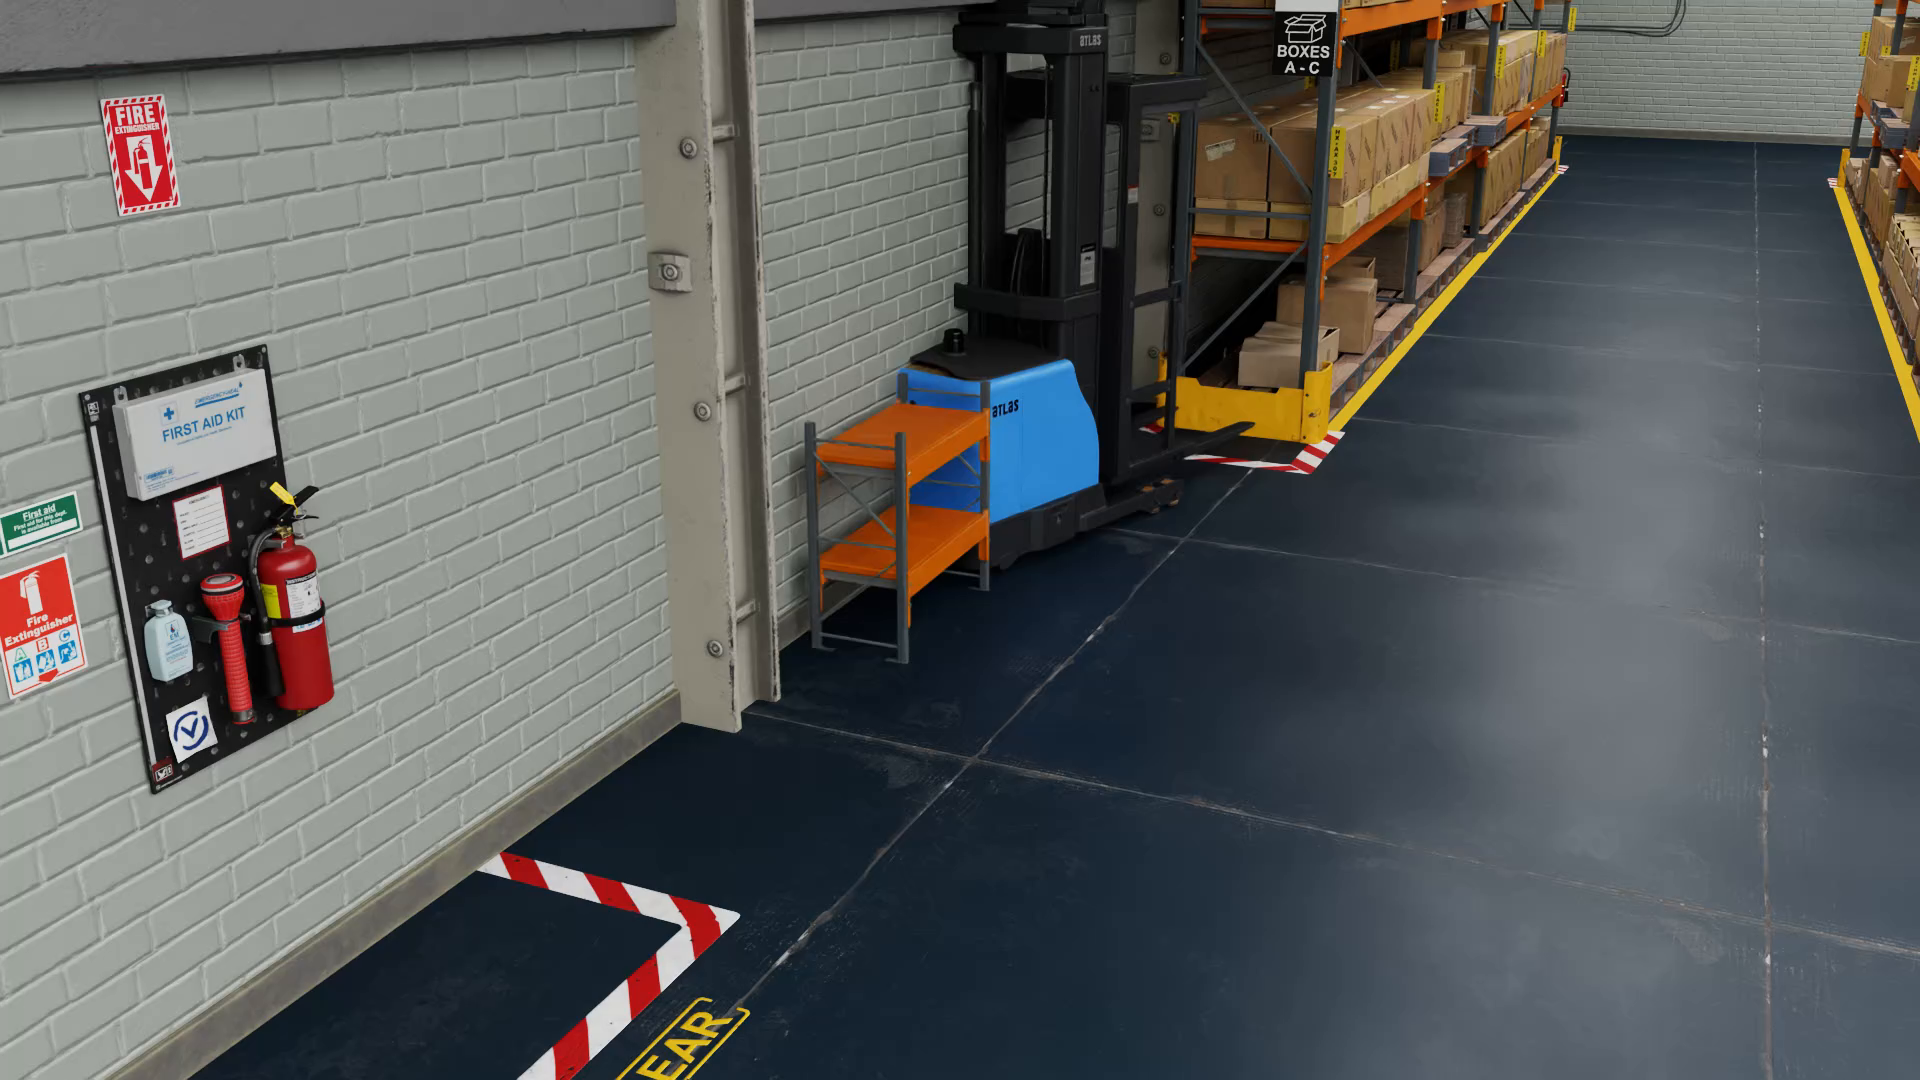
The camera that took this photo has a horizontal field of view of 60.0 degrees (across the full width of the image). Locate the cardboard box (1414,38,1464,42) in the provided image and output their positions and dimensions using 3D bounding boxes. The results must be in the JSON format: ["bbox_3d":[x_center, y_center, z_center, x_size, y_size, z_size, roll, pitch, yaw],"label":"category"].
[{"bbox_3d":[5.376,-5.495,18.702,0.500,0.250,0.500,8,21,21],"label":"cardboard box"}]

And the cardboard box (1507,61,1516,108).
[{"bbox_3d":[6.071,-5.234,19.086,0.500,0.500,0.500,8,21,22],"label":"cardboard box"}]

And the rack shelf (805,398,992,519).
[{"bbox_3d":[-0.281,-0.412,8.076,0.538,0.278,1.000,8,21,21],"label":"rack shelf"}]

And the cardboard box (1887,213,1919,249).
[{"bbox_3d":[9.250,-2.982,16.016,0.500,0.311,0.500,9,22,25],"label":"cardboard box"}]

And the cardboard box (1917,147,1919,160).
[{"bbox_3d":[9.190,-3.646,15.377,0.500,0.311,0.500,8,21,22],"label":"cardboard box"}]

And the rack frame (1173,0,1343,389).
[{"bbox_3d":[1.936,-2.168,11.088,1.000,3.000,0.127,9,21,23],"label":"rack frame"}]

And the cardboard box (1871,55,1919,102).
[{"bbox_3d":[10.973,-5.288,19.087,0.700,0.500,0.500,2,20,4],"label":"cardboard box"}]

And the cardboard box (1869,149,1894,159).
[{"bbox_3d":[12.135,-4.764,21.456,0.797,0.503,0.637,9,21,23],"label":"cardboard box"}]

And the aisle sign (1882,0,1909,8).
[{"bbox_3d":[12.769,-7.666,22.669,0.394,0.787,0.004,9,21,23],"label":"aisle sign"}]

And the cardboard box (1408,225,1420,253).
[{"bbox_3d":[4.026,-2.812,15.974,0.700,0.500,0.500,8,21,22],"label":"cardboard box"}]

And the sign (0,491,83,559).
[{"bbox_3d":[-2.381,-0.028,4.226,0.001,0.109,0.331,9,21,23],"label":"sign"}]

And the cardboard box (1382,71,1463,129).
[{"bbox_3d":[4.539,-4.339,16.386,0.700,0.500,0.500,9,21,23],"label":"cardboard box"}]

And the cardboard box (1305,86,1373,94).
[{"bbox_3d":[3.191,-3.568,14.099,0.500,0.500,0.500,8,21,21],"label":"cardboard box"}]

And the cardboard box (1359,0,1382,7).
[{"bbox_3d":[2.553,-3.865,11.204,0.500,0.500,0.500,10,22,26],"label":"cardboard box"}]

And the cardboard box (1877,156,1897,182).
[{"bbox_3d":[10.541,-4.120,18.533,0.500,0.250,0.500,9,21,23],"label":"cardboard box"}]

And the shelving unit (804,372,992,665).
[{"bbox_3d":[-0.281,-0.137,8.174,0.538,1.125,1.048,8,21,21],"label":"shelving unit"}]

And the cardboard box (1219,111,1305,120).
[{"bbox_3d":[2.150,-2.786,11.900,0.500,0.500,0.500,9,21,23],"label":"cardboard box"}]

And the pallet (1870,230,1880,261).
[{"bbox_3d":[10.574,-3.216,18.196,1.003,0.211,1.213,9,21,23],"label":"pallet"}]

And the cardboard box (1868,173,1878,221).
[{"bbox_3d":[10.742,-3.908,19.055,0.500,0.500,0.500,9,21,23],"label":"cardboard box"}]

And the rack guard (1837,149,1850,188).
[{"bbox_3d":[12.977,-5.179,23.286,1.175,0.500,0.348,9,21,23],"label":"rack guard"}]

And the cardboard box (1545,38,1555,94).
[{"bbox_3d":[7.680,-6.587,23.067,0.980,0.700,0.700,7,21,20],"label":"cardboard box"}]

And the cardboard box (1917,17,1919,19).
[{"bbox_3d":[13.077,-6.725,22.260,0.500,0.500,0.500,8,21,22],"label":"cardboard box"}]

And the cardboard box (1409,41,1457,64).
[{"bbox_3d":[5.161,-5.338,18.259,0.500,0.250,0.500,9,22,24],"label":"cardboard box"}]

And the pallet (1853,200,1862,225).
[{"bbox_3d":[11.653,-4.053,20.552,1.003,0.211,1.213,9,21,23],"label":"pallet"}]

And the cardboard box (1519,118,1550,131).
[{"bbox_3d":[8.302,-6.014,24.040,0.380,0.149,0.250,9,22,24],"label":"cardboard box"}]

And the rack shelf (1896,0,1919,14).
[{"bbox_3d":[10.552,-5.621,17.393,1.077,0.370,4.000,9,21,23],"label":"rack shelf"}]

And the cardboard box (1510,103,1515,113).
[{"bbox_3d":[6.525,-5.277,20.176,0.380,0.149,0.250,9,21,23],"label":"cardboard box"}]

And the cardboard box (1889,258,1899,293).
[{"bbox_3d":[8.838,-2.404,15.228,0.500,0.250,0.500,8,21,21],"label":"cardboard box"}]

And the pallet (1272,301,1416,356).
[{"bbox_3d":[3.331,-1.867,14.402,1.003,0.211,1.213,9,21,23],"label":"pallet"}]

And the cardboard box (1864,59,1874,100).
[{"bbox_3d":[12.172,-6.016,21.761,0.500,0.500,0.500,8,21,23],"label":"cardboard box"}]

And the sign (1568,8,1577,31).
[{"bbox_3d":[8.977,-7.637,24.386,0.100,0.325,0.005,9,21,23],"label":"sign"}]

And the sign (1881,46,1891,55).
[{"bbox_3d":[10.872,-5.638,19.552,0.100,0.325,0.005,9,21,23],"label":"sign"}]

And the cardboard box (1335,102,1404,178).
[{"bbox_3d":[3.035,-3.031,12.589,0.500,0.500,0.500,9,22,24],"label":"cardboard box"}]

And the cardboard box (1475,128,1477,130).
[{"bbox_3d":[5.558,-4.573,18.197,0.380,0.149,0.250,8,21,22],"label":"cardboard box"}]

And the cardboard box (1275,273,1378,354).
[{"bbox_3d":[2.881,-1.788,13.094,0.700,0.500,0.500,7,21,19],"label":"cardboard box"}]

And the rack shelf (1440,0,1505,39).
[{"bbox_3d":[4.393,-5.076,15.863,1.077,0.370,4.000,9,21,23],"label":"rack shelf"}]

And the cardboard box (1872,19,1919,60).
[{"bbox_3d":[12.170,-6.486,21.588,0.500,0.500,0.500,9,21,23],"label":"cardboard box"}]

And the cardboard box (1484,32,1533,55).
[{"bbox_3d":[6.674,-6.053,20.271,0.500,0.250,0.500,9,21,24],"label":"cardboard box"}]

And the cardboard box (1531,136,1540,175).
[{"bbox_3d":[7.670,-5.380,23.225,0.700,0.500,0.500,9,22,24],"label":"cardboard box"}]

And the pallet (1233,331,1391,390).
[{"bbox_3d":[2.833,-1.492,13.350,1.003,0.211,1.213,9,21,23],"label":"pallet"}]

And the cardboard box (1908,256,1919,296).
[{"bbox_3d":[8.206,-2.202,13.823,0.500,0.311,0.500,9,22,24],"label":"cardboard box"}]

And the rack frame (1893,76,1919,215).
[{"bbox_3d":[9.733,-3.935,16.056,1.000,3.000,0.127,9,21,23],"label":"rack frame"}]

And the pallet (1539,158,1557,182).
[{"bbox_3d":[8.232,-5.490,24.591,1.003,0.211,1.213,9,21,23],"label":"pallet"}]

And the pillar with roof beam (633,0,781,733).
[{"bbox_3d":[2.904,-2.902,4.200,9.100,9.000,0.400,9,21,23],"label":"pillar with roof beam"}]

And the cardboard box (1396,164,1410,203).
[{"bbox_3d":[3.253,-2.836,13.160,0.500,0.250,0.500,8,21,22],"label":"cardboard box"}]

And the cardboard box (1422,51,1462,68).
[{"bbox_3d":[4.980,-4.963,17.175,0.380,0.149,0.250,5,20,14],"label":"cardboard box"}]

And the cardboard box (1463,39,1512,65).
[{"bbox_3d":[5.852,-5.431,18.522,0.500,0.250,0.500,8,21,22],"label":"cardboard box"}]

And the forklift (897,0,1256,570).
[{"bbox_3d":[0.702,-1.636,9.694,1.130,2.935,3.031,16,25,38],"label":"forklift"}]

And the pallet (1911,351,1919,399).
[{"bbox_3d":[7.731,-1.161,12.418,1.003,0.211,1.213,9,21,23],"label":"pallet"}]
